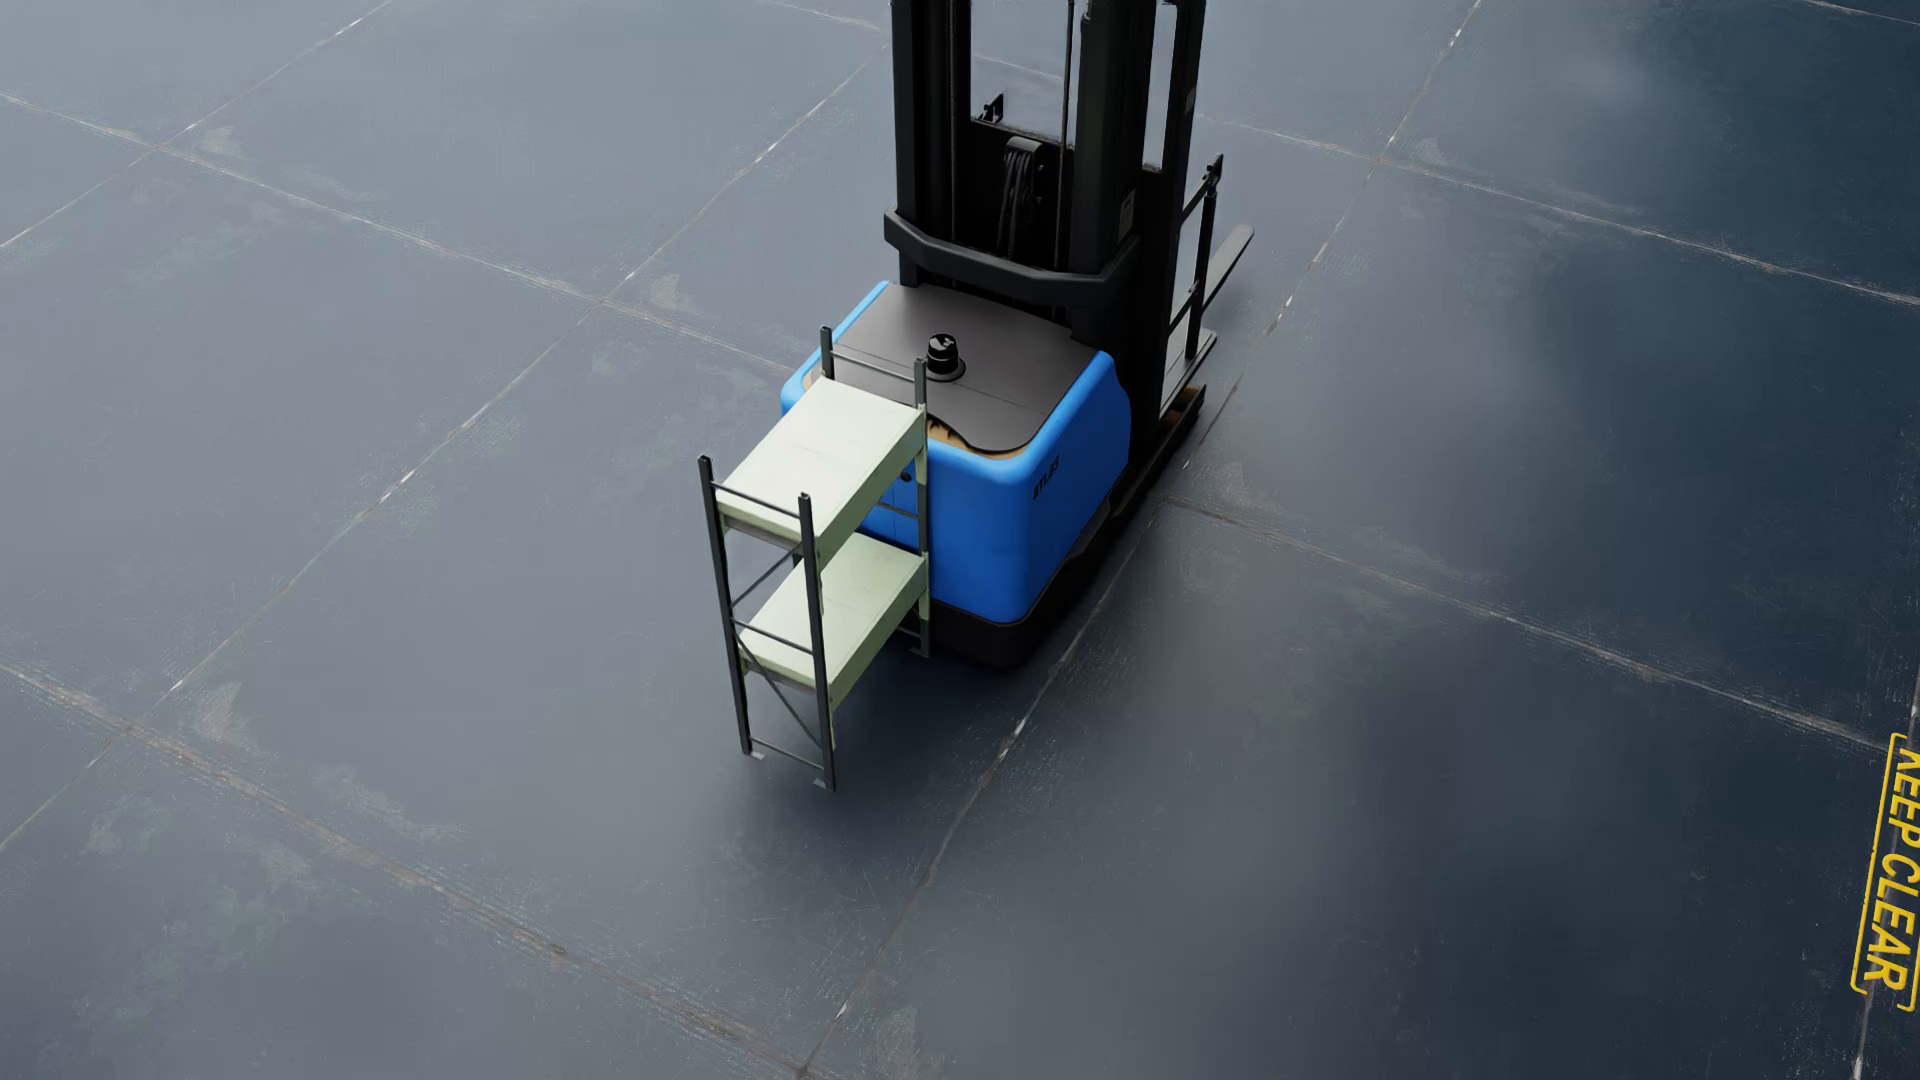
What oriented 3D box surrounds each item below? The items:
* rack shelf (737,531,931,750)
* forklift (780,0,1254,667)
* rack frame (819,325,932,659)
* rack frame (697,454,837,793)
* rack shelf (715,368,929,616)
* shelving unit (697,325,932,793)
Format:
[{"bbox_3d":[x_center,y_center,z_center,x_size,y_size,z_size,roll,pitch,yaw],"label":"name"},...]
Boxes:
[{"bbox_3d":[-0.465,0.330,6.108,0.431,0.370,0.720,21,49,19],"label":"rack shelf"},{"bbox_3d":[0.457,-1.587,6.538,1.130,2.935,3.031,21,49,19],"label":"forklift"},{"bbox_3d":[-0.295,-0.130,6.104,0.400,1.500,0.023,21,49,19],"label":"rack frame"},{"bbox_3d":[-0.636,0.331,5.648,0.400,1.500,0.023,21,49,19],"label":"rack frame"},{"bbox_3d":[-0.465,-0.174,5.598,0.431,0.370,0.720,21,49,19],"label":"rack shelf"},{"bbox_3d":[-0.465,0.101,5.876,0.431,1.500,0.755,21,49,19],"label":"shelving unit"}]
